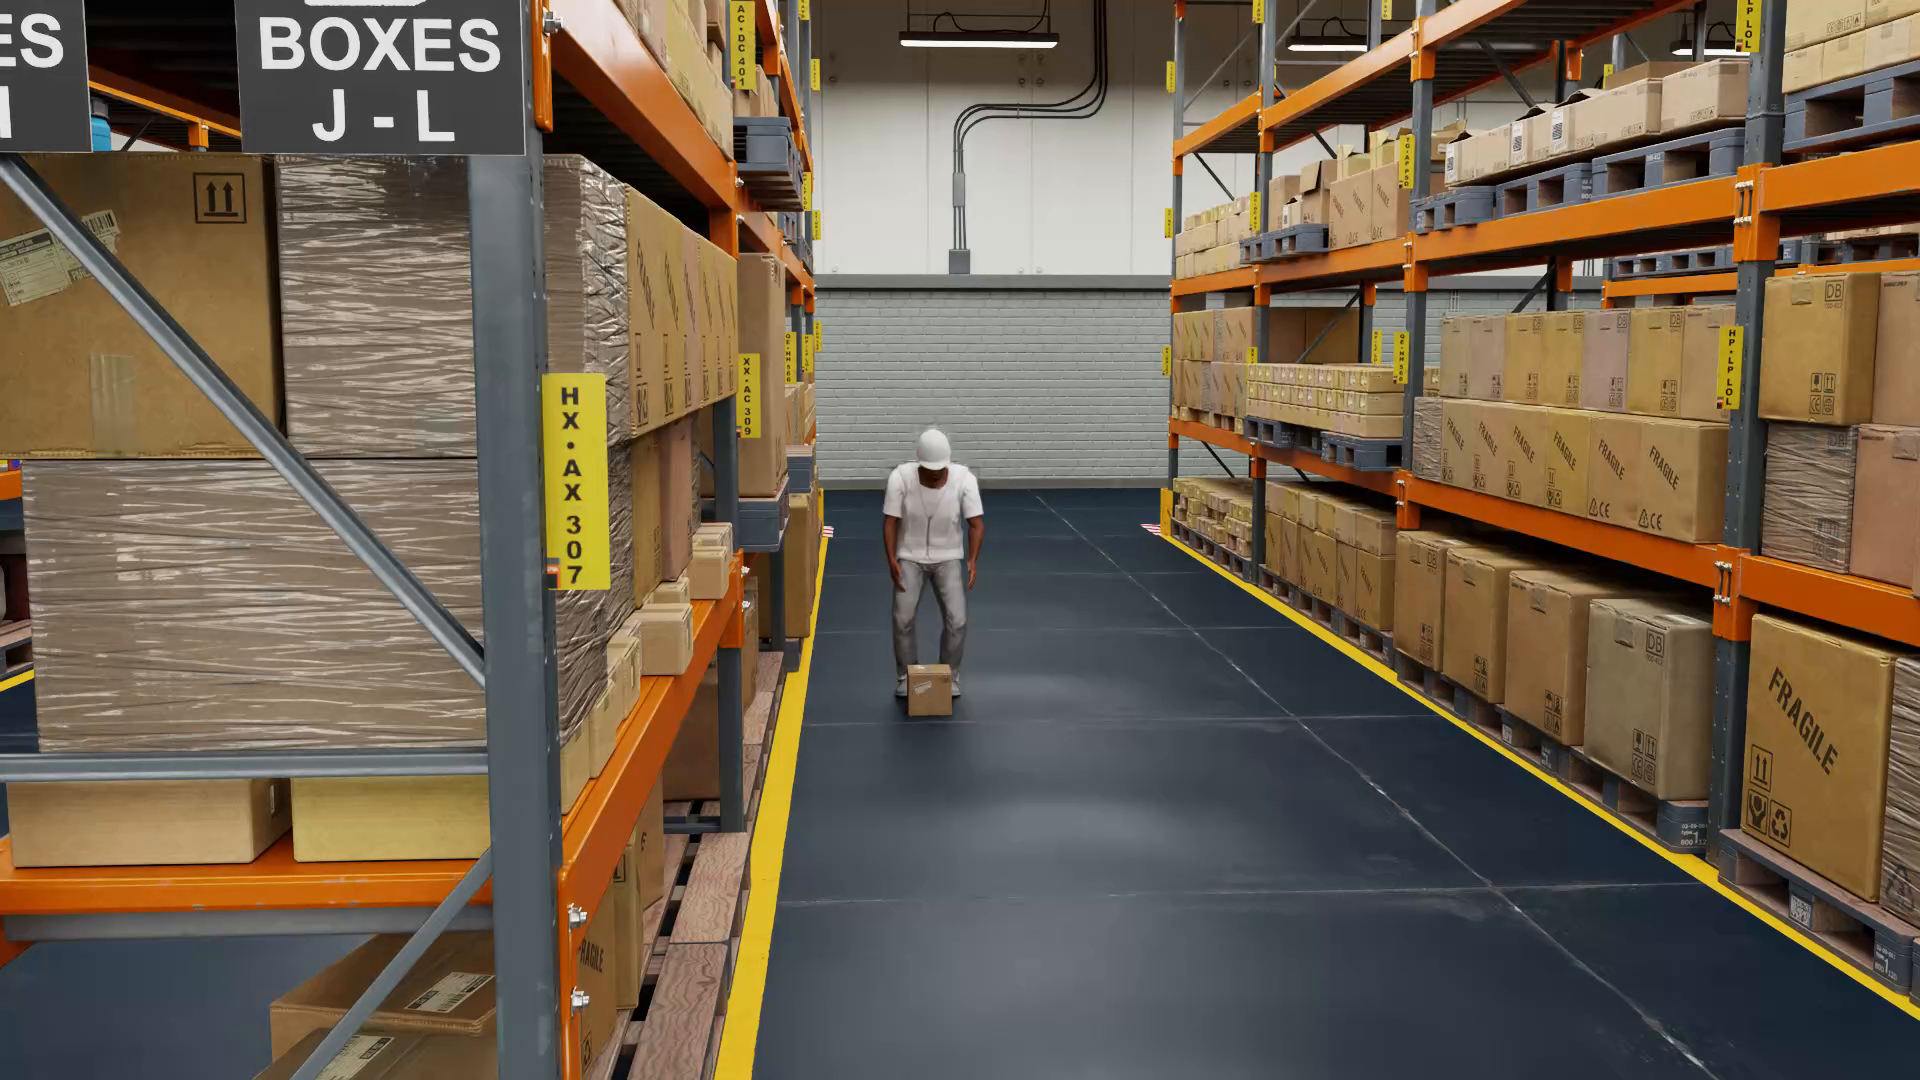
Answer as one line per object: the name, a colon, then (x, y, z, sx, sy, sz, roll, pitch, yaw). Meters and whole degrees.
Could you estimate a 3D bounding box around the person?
person: (-0.161, 0.137, 10.066, 0.613, 1.633, 0.576, 0, 7, 0)
